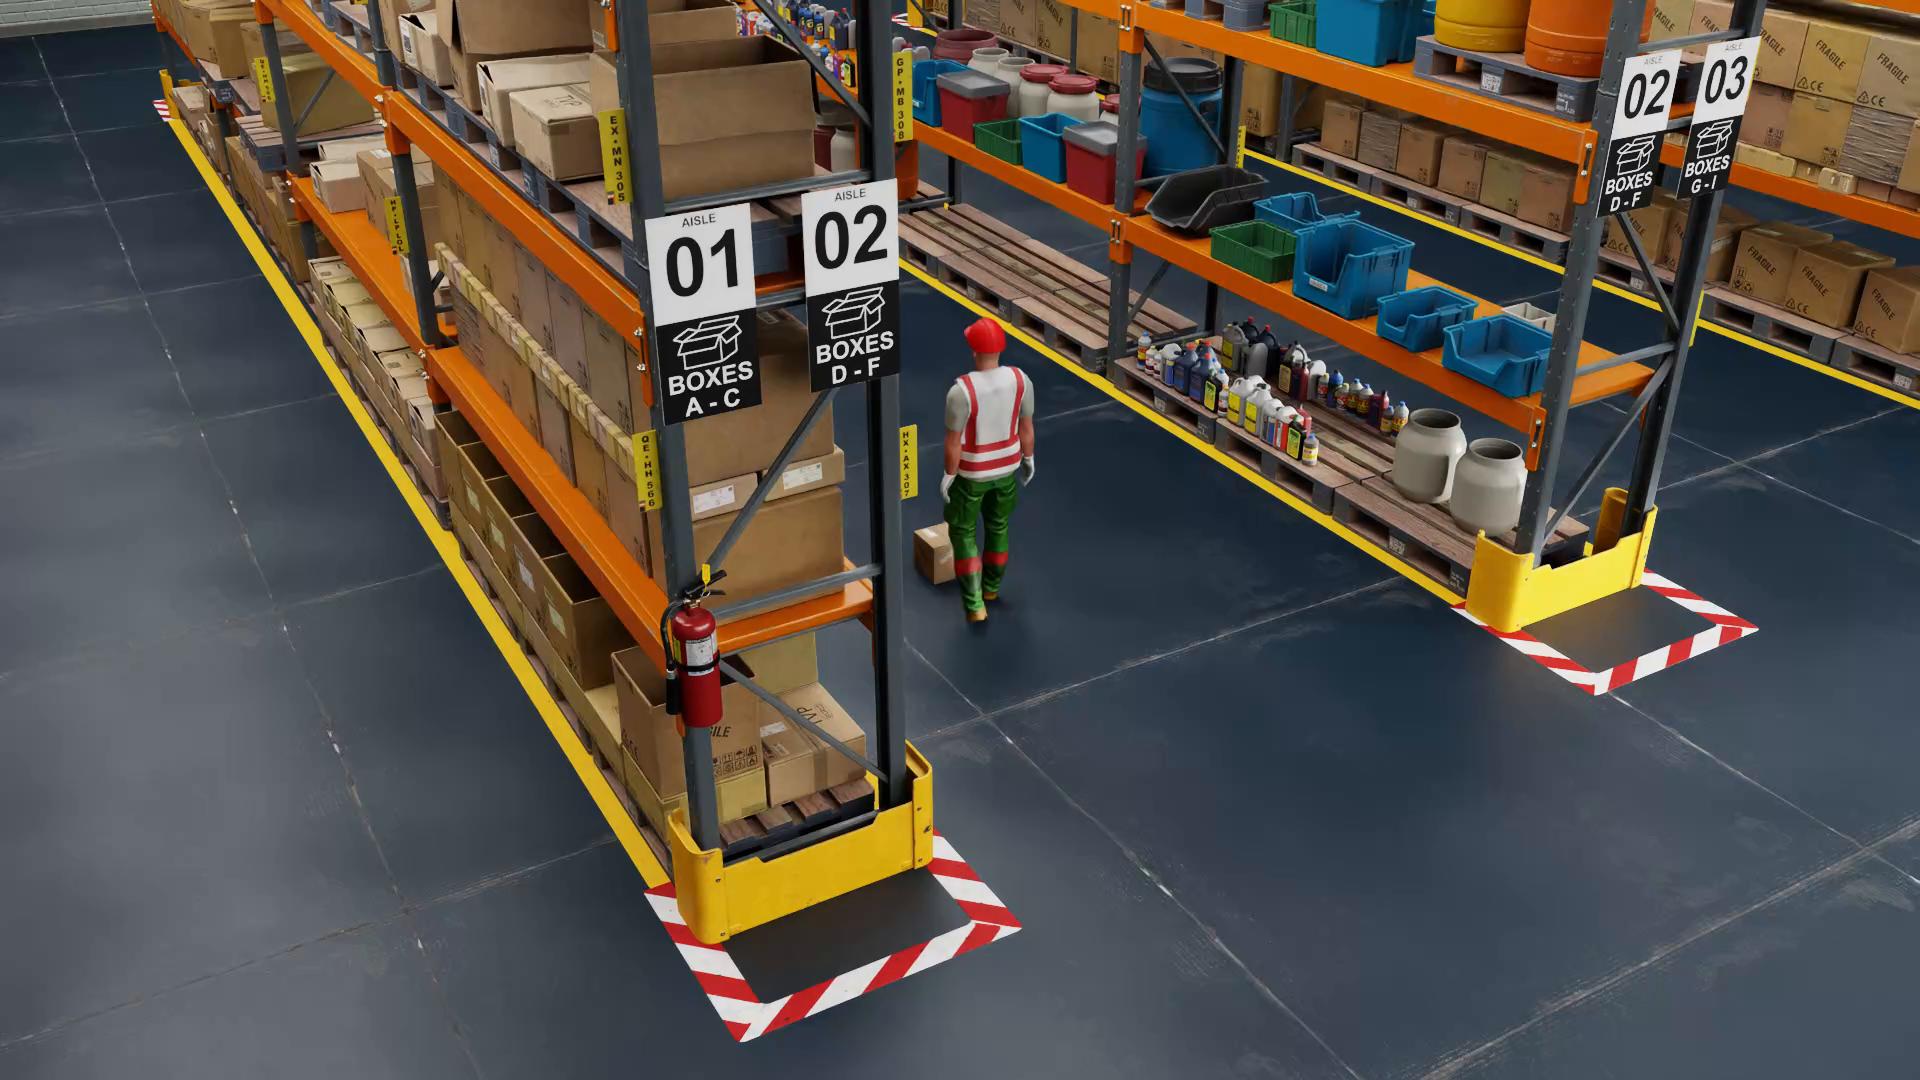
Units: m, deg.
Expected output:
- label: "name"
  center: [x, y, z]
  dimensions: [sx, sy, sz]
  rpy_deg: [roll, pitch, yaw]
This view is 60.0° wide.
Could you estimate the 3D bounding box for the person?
- label: "person"
  center: [0.143, -0.410, 9.279]
  dimensions: [0.575, 1.793, 0.626]
  rpy_deg: [-11, 31, -19]
